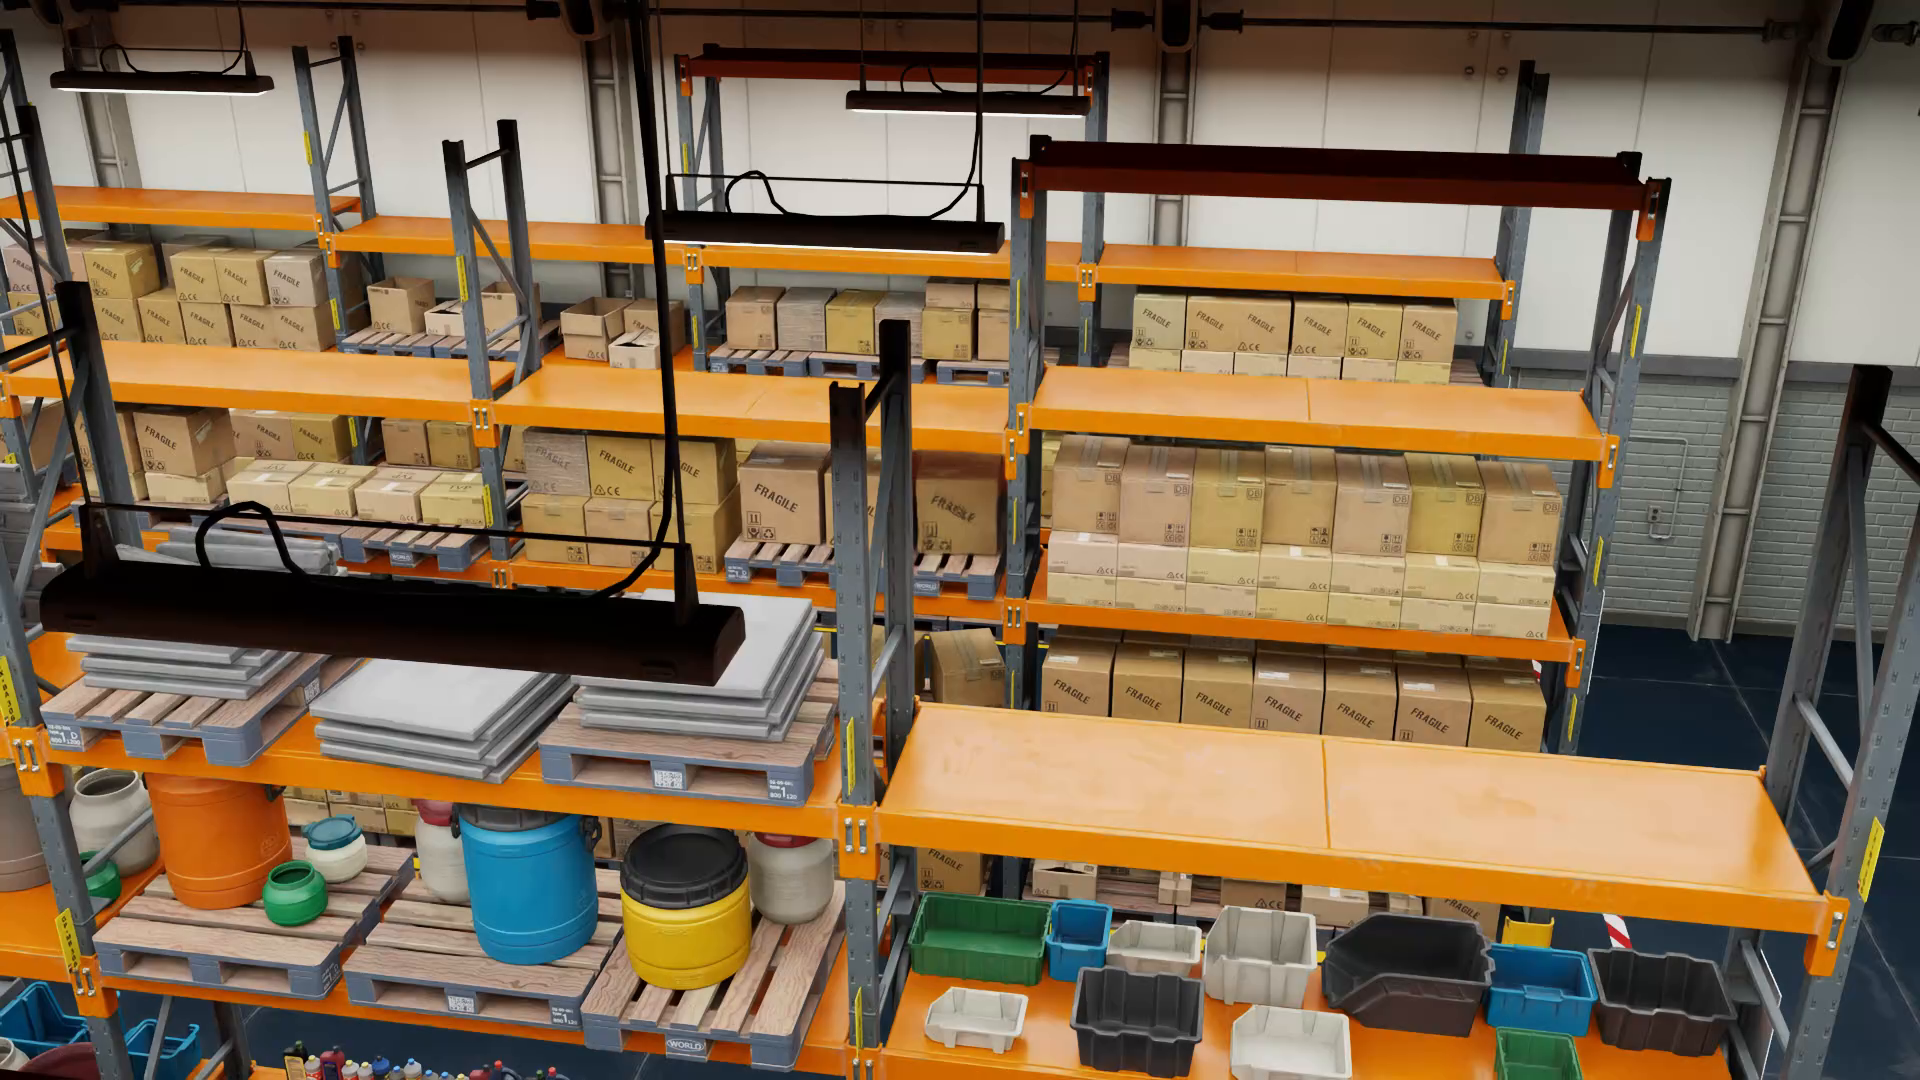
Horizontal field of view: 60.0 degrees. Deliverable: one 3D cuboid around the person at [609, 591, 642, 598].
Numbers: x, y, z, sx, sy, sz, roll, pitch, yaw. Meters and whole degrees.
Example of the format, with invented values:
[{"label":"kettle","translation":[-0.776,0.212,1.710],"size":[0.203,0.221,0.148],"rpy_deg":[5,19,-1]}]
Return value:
[{"label":"person","translation":[-3.485,0.551,16.806],"size":[0.745,1.785,0.584],"rpy_deg":[-5,24,-12]}]
